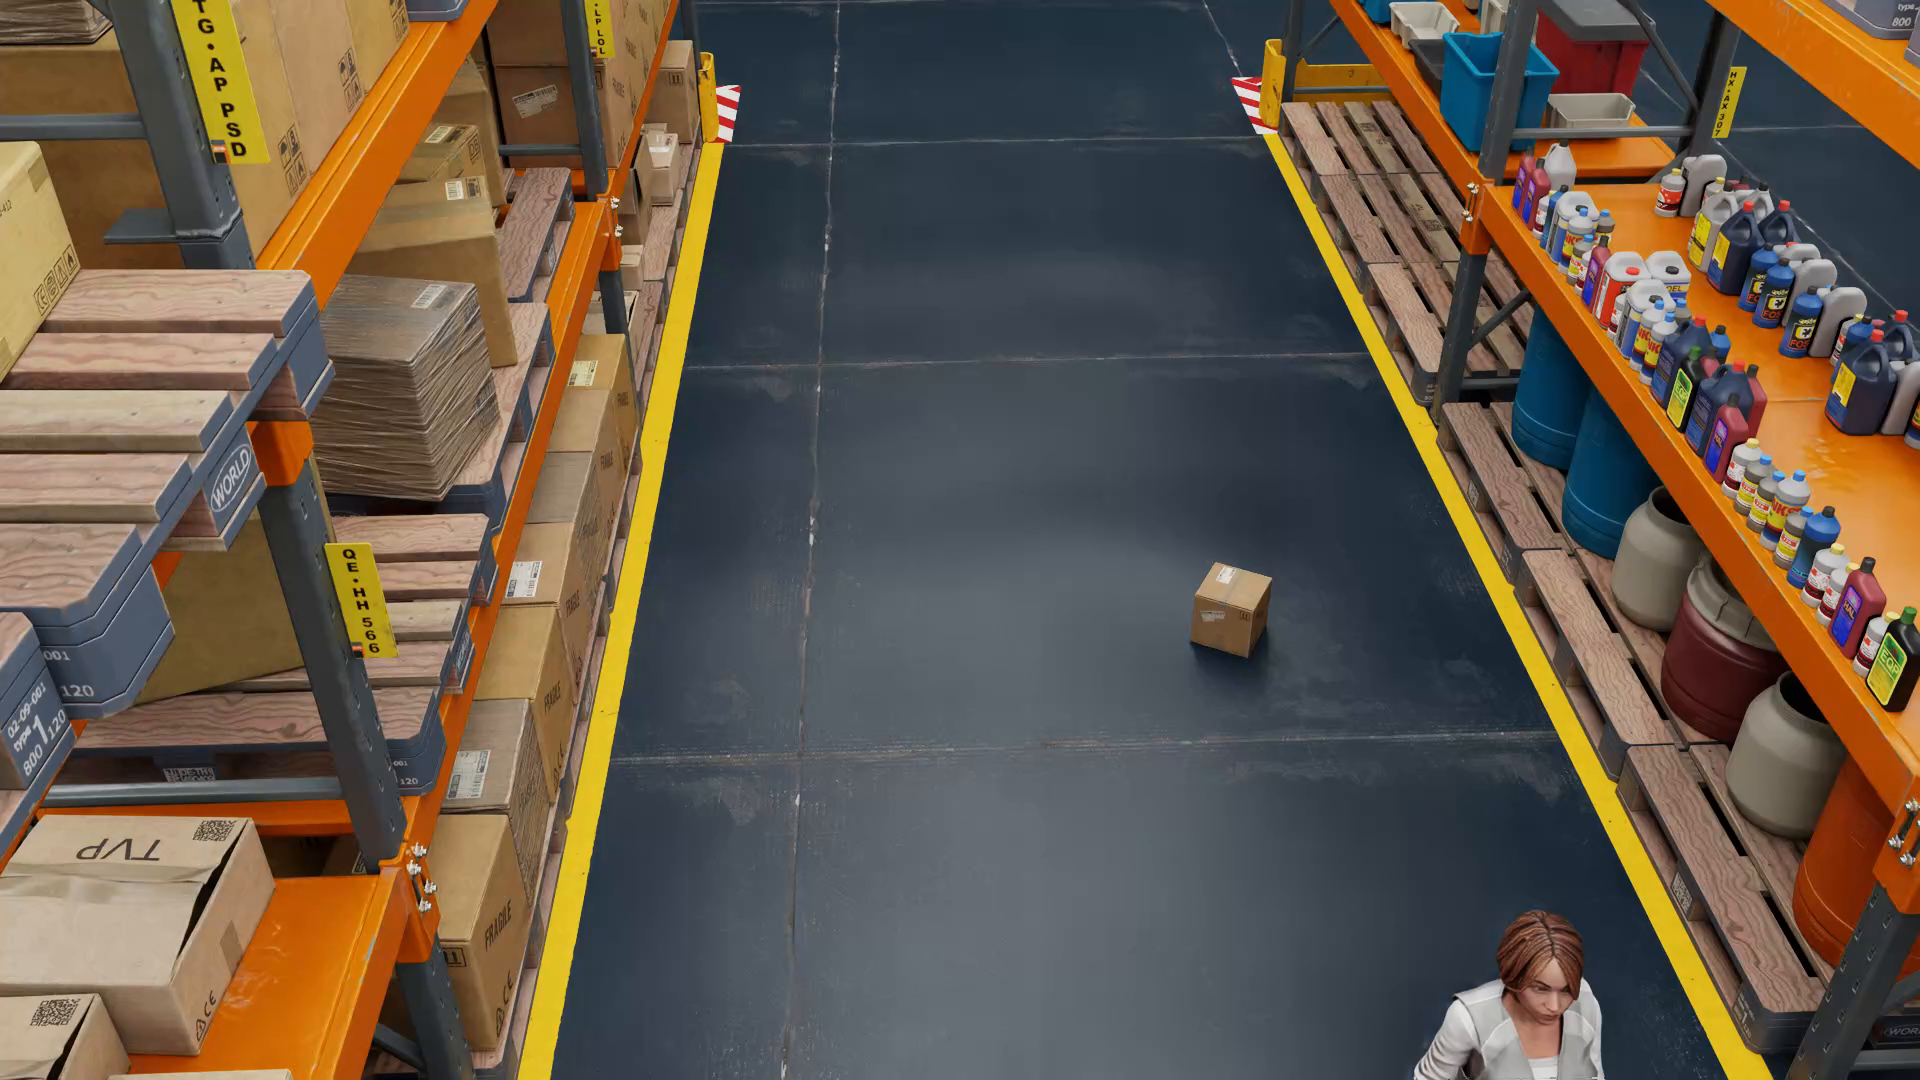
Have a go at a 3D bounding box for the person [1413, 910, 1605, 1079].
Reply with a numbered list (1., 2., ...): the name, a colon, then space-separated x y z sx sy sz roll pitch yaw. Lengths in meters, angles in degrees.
1. person: 1.333 1.512 4.039 0.409 1.537 0.949 -9 37 -12
